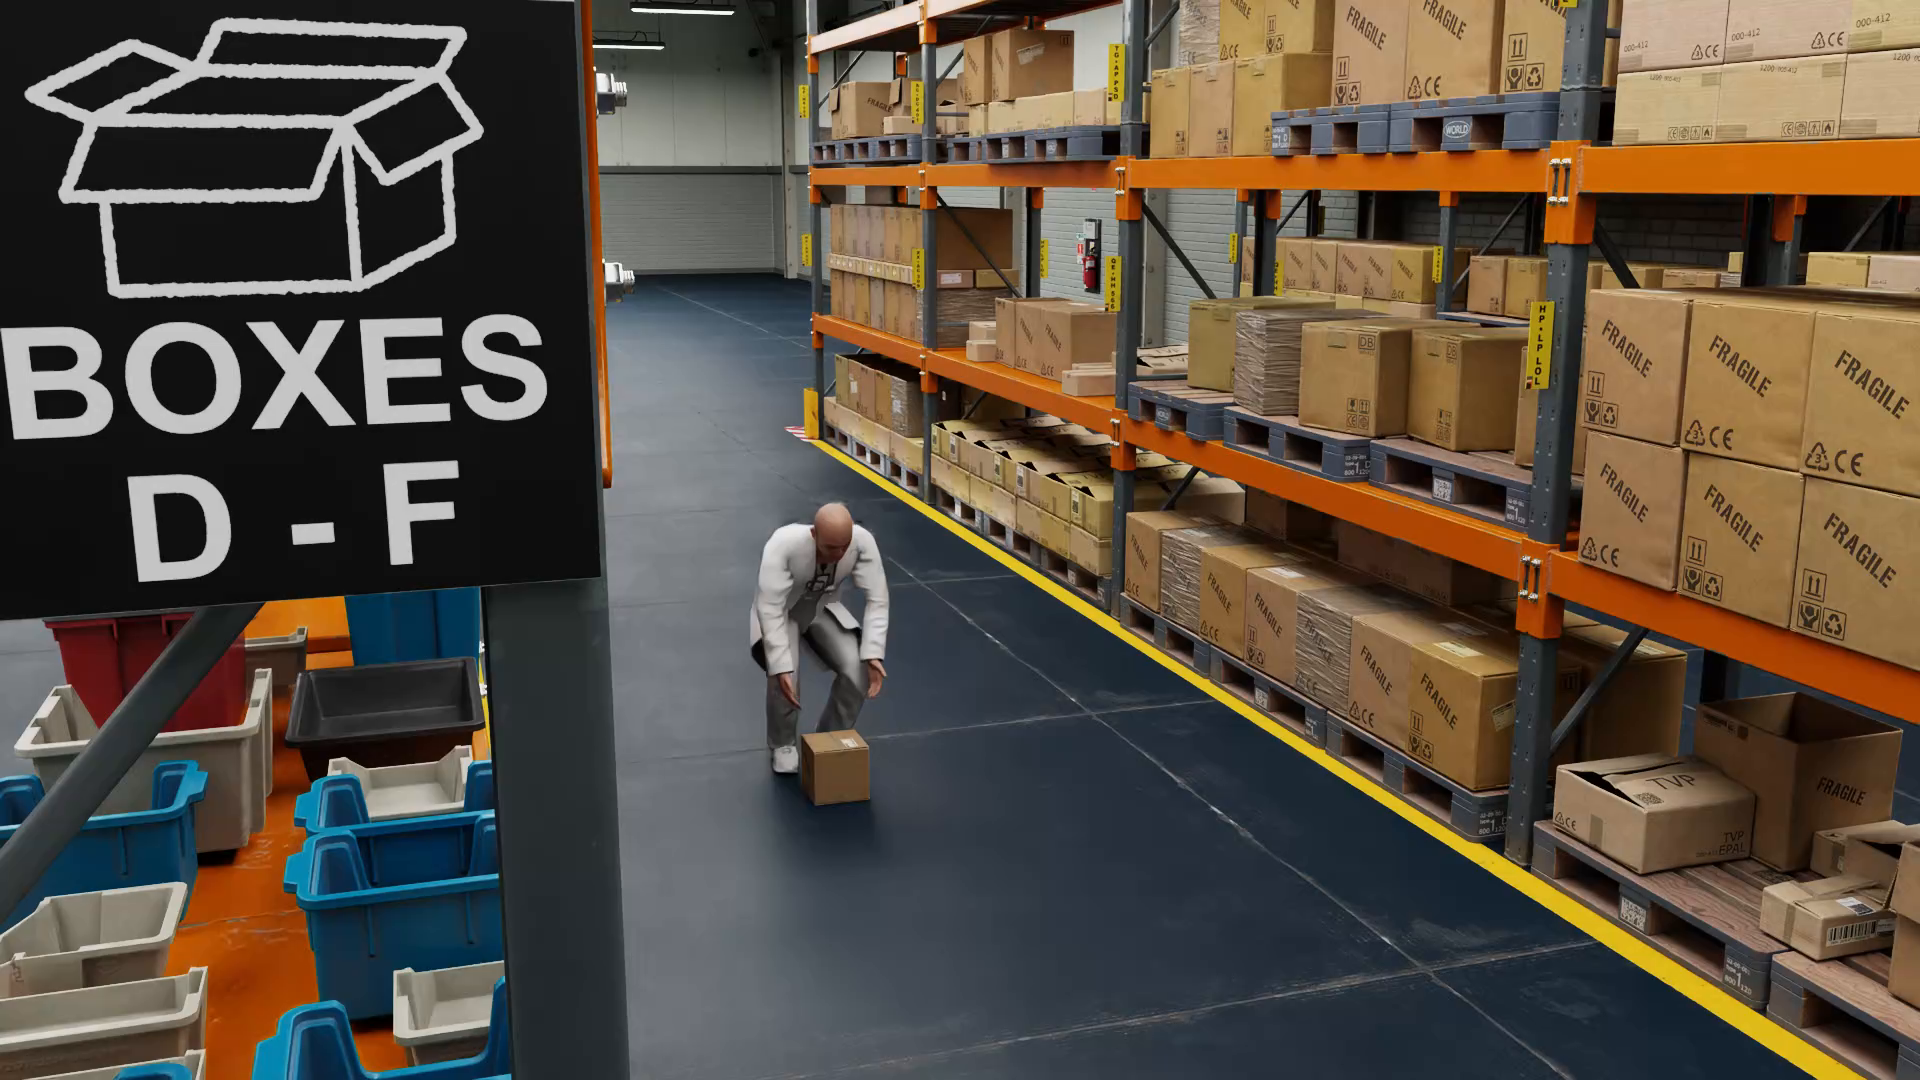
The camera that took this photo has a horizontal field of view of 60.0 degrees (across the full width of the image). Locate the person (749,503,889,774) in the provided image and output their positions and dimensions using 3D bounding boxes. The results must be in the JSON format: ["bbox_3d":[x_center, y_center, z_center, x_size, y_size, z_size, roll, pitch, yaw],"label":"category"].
[{"bbox_3d":[-0.665,0.417,7.709,0.631,1.301,0.780,-4,13,-18],"label":"person"}]
